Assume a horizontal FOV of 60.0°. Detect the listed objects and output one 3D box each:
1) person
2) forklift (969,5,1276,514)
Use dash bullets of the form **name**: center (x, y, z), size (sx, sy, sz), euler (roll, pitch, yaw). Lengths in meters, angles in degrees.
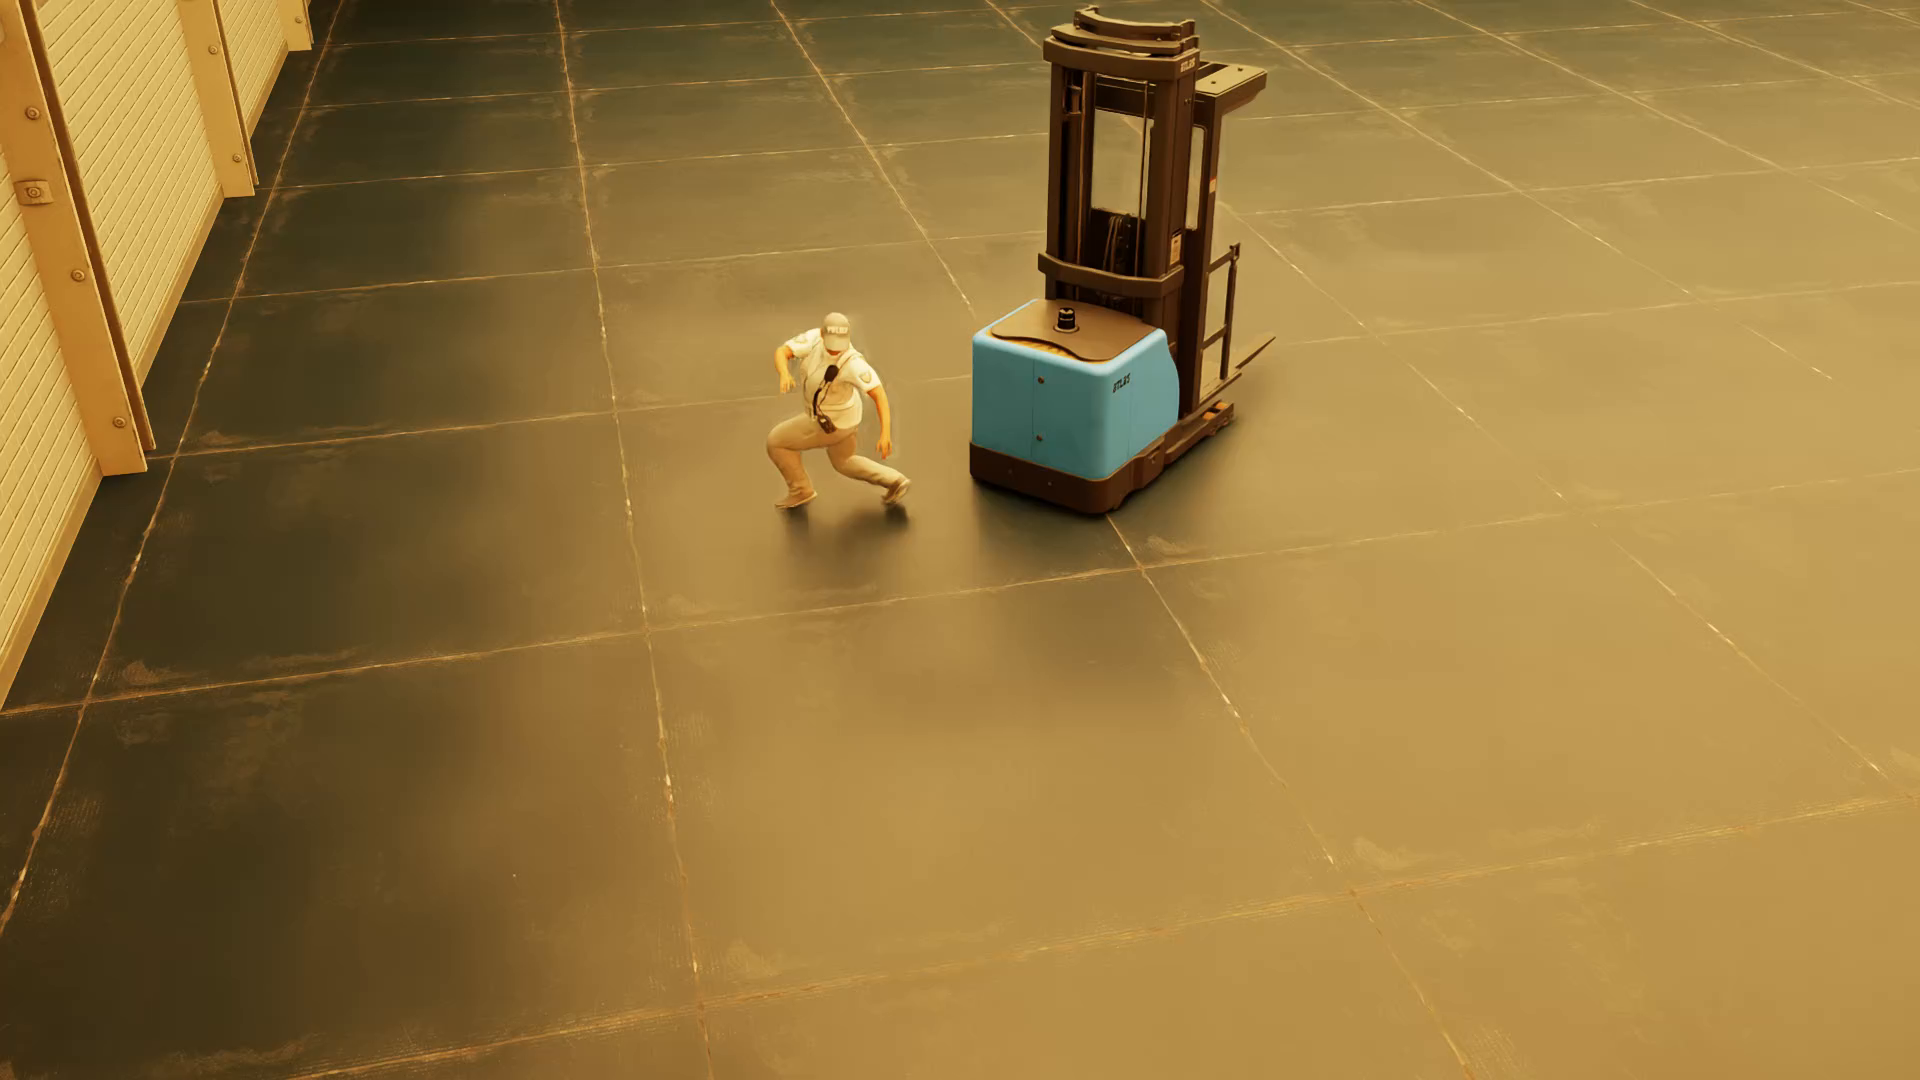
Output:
- **person**: center (-0.777, -0.760, 10.484), size (0.928, 1.440, 0.699), euler (0, 30, -1)
- **forklift**: center (1.305, -2.128, 11.250), size (1.130, 2.935, 3.031), euler (19, 35, 29)
